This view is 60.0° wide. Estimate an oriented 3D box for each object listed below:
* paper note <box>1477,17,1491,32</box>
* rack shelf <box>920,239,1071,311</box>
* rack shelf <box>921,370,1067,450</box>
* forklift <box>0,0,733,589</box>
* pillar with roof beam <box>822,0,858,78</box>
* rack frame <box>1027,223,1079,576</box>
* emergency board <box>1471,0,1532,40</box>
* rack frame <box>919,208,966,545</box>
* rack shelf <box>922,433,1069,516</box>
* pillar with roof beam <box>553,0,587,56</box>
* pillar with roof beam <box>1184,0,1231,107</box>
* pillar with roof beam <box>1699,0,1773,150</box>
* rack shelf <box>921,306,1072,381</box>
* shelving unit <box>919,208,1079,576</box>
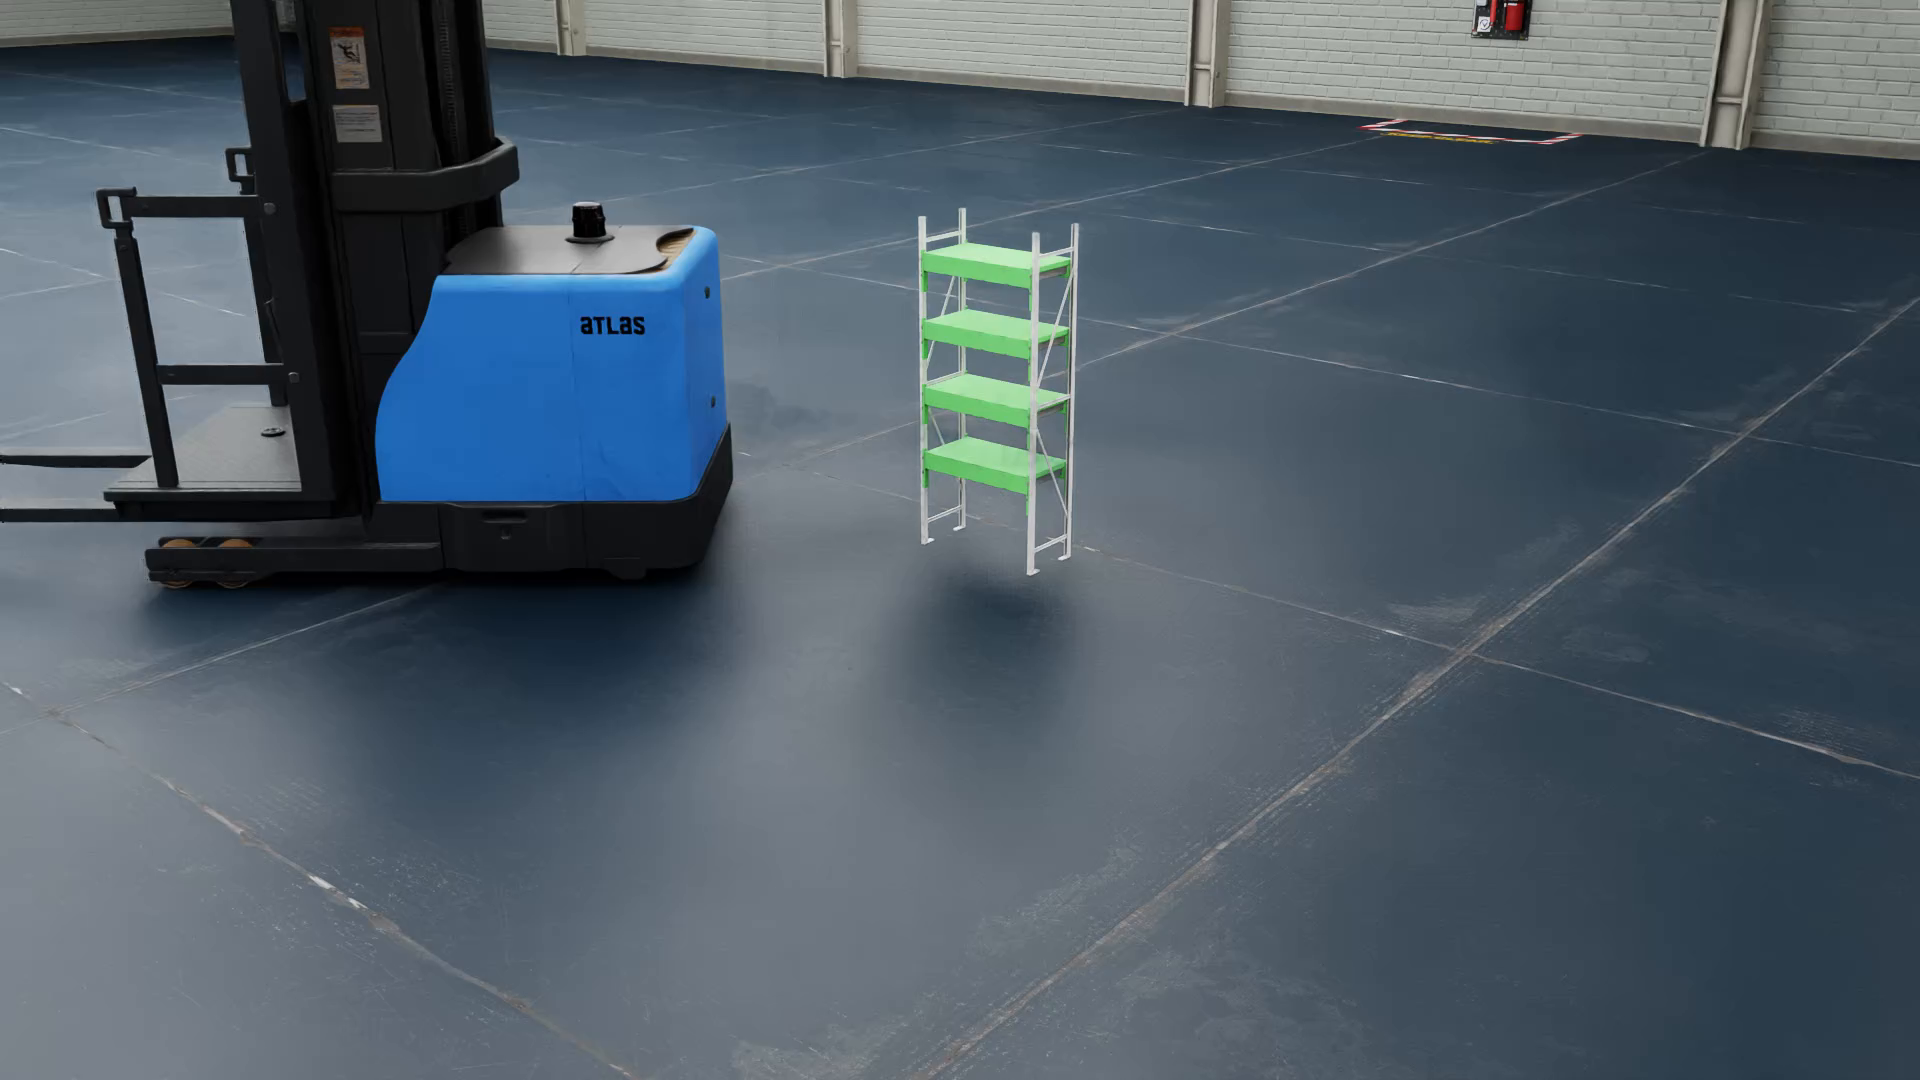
[{"bbox_3d":[5.624,-5.530,17.829,0.142,0.148,0.016,16,26,36],"label":"paper note"},{"bbox_3d":[0.128,-0.914,5.712,0.480,0.148,0.258,16,26,36],"label":"rack shelf"},{"bbox_3d":[0.128,-0.465,5.881,0.480,0.148,0.258,16,26,36],"label":"rack shelf"},{"bbox_3d":[-2.413,-1.391,5.703,3.031,2.935,1.130,0,21,0],"label":"forklift"},{"bbox_3d":[-4.411,-9.629,18.950,0.400,9.000,9.100,16,26,36],"label":"pillar with roof beam"},{"bbox_3d":[0.317,-0.470,5.714,0.015,1.200,0.240,16,26,36],"label":"rack frame"},{"bbox_3d":[5.718,-5.884,17.519,0.643,1.169,0.194,16,26,36],"label":"emergency board"},{"bbox_3d":[-0.061,-0.579,6.003,0.015,1.200,0.240,16,26,36],"label":"rack frame"},{"bbox_3d":[0.128,-0.240,5.966,0.480,0.148,0.258,16,26,36],"label":"rack shelf"},{"bbox_3d":[-9.059,-10.968,22.500,0.400,9.000,9.100,16,26,36],"label":"pillar with roof beam"},{"bbox_3d":[0.238,-8.291,15.400,0.400,9.000,9.100,16,26,36],"label":"pillar with roof beam"},{"bbox_3d":[4.886,-6.952,11.850,0.400,9.000,9.100,16,26,36],"label":"pillar with roof beam"},{"bbox_3d":[0.128,-0.689,5.796,0.480,0.148,0.258,16,26,36],"label":"rack shelf"},{"bbox_3d":[0.128,-0.524,5.859,0.503,1.200,0.258,16,26,36],"label":"shelving unit"}]
